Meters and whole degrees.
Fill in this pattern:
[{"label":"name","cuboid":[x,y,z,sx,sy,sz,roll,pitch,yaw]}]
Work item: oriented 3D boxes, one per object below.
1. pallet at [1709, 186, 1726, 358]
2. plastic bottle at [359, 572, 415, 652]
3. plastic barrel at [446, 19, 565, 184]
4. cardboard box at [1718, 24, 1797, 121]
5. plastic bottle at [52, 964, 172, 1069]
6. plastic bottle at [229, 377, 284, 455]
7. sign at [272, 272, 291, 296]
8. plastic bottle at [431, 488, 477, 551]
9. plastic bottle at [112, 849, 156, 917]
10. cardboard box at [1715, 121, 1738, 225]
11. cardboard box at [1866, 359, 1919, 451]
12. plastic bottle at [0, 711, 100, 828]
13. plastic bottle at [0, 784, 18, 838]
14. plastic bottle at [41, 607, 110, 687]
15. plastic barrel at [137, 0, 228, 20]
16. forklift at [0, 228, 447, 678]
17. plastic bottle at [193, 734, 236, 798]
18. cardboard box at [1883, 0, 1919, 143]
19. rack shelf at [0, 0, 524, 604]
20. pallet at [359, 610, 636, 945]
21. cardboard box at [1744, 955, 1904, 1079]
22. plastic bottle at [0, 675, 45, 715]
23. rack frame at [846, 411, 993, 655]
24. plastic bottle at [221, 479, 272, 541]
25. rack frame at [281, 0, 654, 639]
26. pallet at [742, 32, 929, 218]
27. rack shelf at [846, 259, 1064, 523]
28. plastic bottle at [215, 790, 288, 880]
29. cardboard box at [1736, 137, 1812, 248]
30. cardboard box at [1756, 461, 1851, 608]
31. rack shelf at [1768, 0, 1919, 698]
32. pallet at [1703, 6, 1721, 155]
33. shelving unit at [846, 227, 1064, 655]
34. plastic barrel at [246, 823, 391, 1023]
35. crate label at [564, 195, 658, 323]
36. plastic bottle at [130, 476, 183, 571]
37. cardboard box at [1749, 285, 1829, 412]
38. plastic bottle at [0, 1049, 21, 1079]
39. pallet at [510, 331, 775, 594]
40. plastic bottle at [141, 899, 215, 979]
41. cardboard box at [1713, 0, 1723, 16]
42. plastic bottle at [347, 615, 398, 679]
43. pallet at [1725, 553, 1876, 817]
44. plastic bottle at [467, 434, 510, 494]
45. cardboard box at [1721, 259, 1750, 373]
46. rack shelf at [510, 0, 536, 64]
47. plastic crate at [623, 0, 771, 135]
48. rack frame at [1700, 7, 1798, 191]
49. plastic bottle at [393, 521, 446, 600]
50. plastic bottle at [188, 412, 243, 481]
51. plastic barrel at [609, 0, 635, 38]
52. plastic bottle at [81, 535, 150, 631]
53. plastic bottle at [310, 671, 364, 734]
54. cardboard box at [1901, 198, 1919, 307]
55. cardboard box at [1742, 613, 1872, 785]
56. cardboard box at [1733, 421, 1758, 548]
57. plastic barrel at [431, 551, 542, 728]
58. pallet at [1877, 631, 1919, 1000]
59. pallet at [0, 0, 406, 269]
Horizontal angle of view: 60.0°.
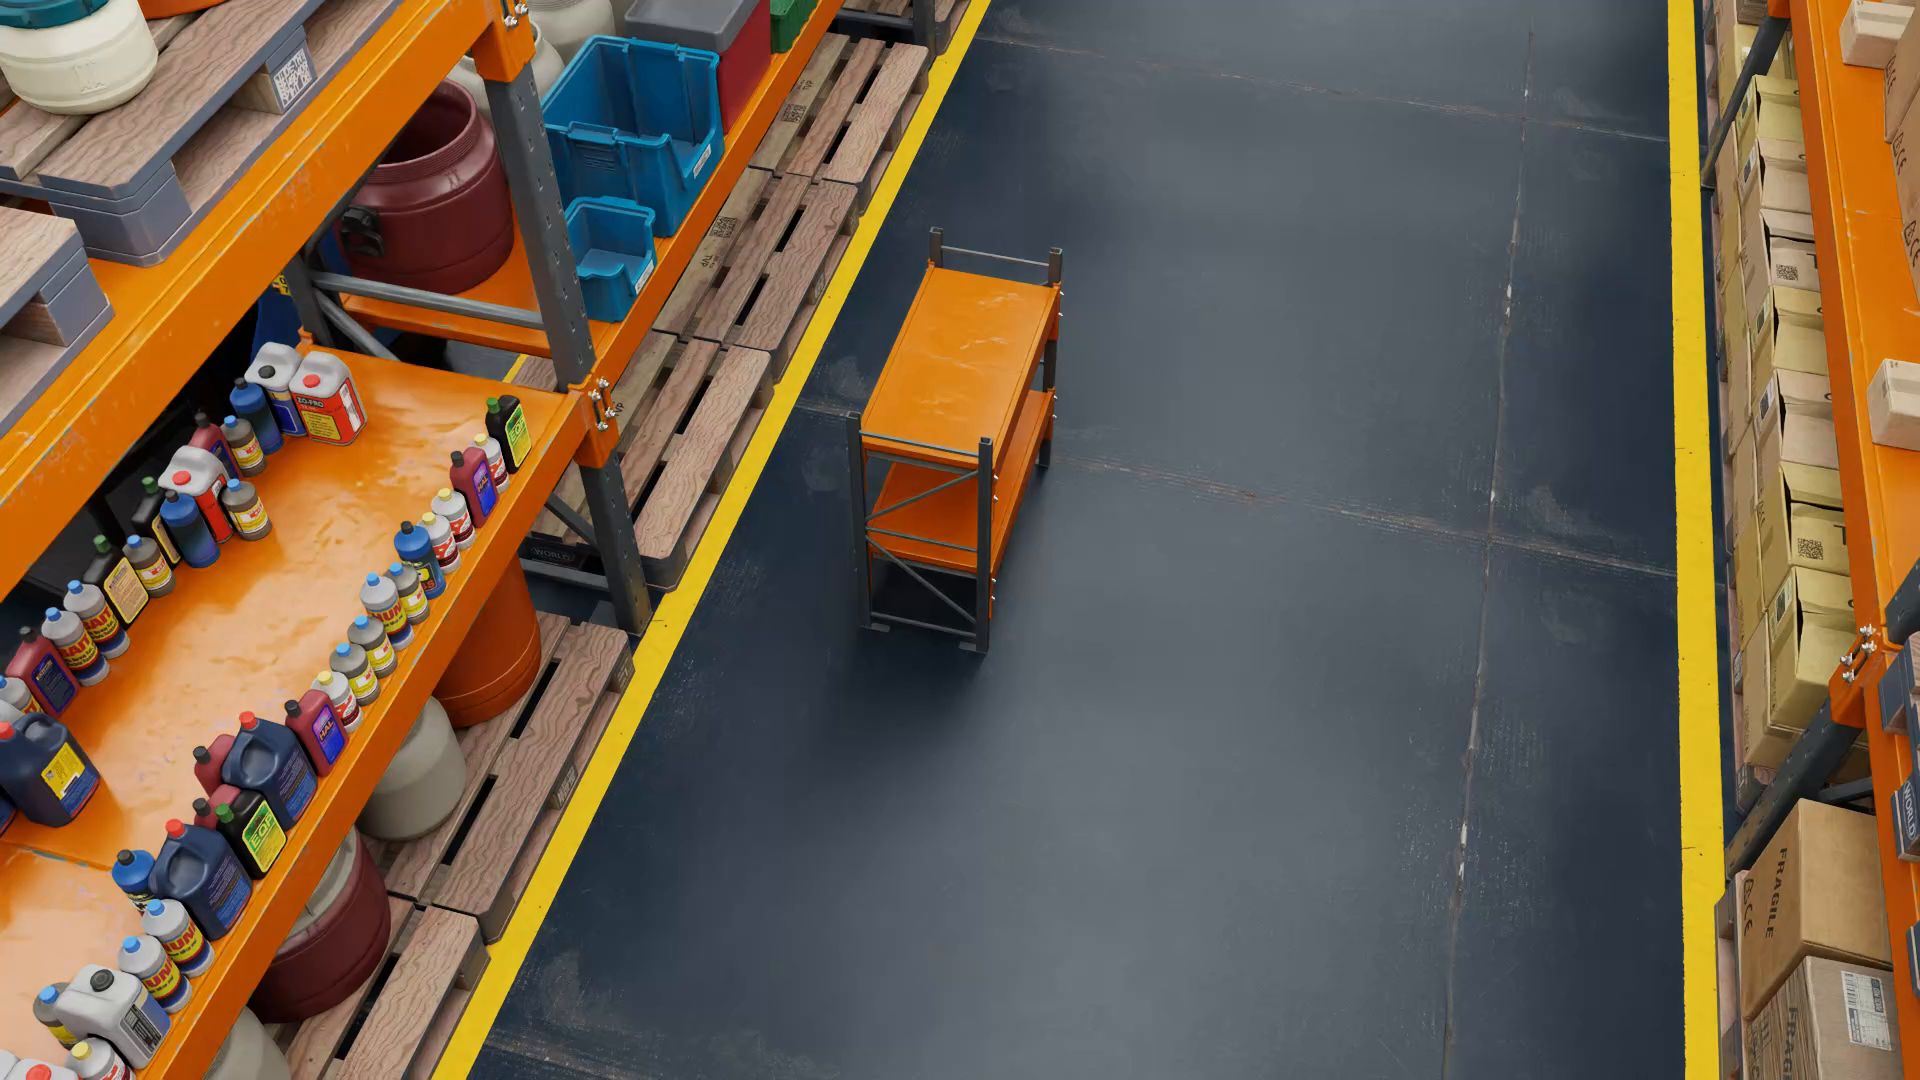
[{"label":"pallet","cuboid":[3.993,-1.209,7.595,1.003,0.211,1.213,12,50,10]},{"label":"plastic bottle","cuboid":[-1.587,0.188,4.588,0.097,0.271,0.097,0,49,0]},{"label":"plastic barrel","cuboid":[-1.617,-1.583,5.991,0.421,0.512,0.421,0,49,0]},{"label":"cardboard box","cuboid":[4.060,-2.280,8.235,0.500,0.250,0.500,12,50,10]},{"label":"plastic bottle","cuboid":[-1.940,1.078,3.800,0.152,0.276,0.135,12,50,10]},{"label":"plastic bottle","cuboid":[-2.164,-0.389,5.098,0.097,0.271,0.097,0,49,0]},{"label":"sign","cuboid":[-2.214,-0.917,5.369,0.100,0.325,0.005,12,50,10]},{"label":"plastic bottle","cuboid":[-1.485,-0.070,4.863,0.097,0.201,0.097,0,49,0]},{"label":"plastic bottle","cuboid":[-1.971,0.831,4.020,0.097,0.271,0.097,0,49,0]},{"label":"cardboard box","cuboid":[3.804,-1.659,7.686,0.500,0.250,0.500,10,49,9]},{"label":"cardboard box","cuboid":[3.067,-0.401,5.190,0.380,0.149,0.250,12,50,10]},{"label":"plastic bottle","cuboid":[-2.336,0.557,4.210,0.144,0.351,0.185,12,50,10]},{"label":"plastic bottle","cuboid":[-2.518,0.624,4.150,0.144,0.351,0.185,12,50,10]},{"label":"plastic bottle","cuboid":[-2.407,0.279,4.508,0.097,0.271,0.097,0,49,0]},{"label":"plastic barrel","cuboid":[-1.834,-1.623,3.534,0.600,0.830,0.708,12,50,10]},{"label":"forklift","cuboid":[-3.360,-0.967,5.568,1.130,2.935,3.031,20,52,17]},{"label":"plastic bottle","cuboid":[-1.865,0.588,4.227,0.061,0.283,0.133,12,50,10]},{"label":"cardboard box","cuboid":[3.793,-1.772,6.166,0.500,0.500,0.500,15,50,13]},{"label":"rack shelf","cuboid":[-2.208,-0.067,3.207,1.077,0.370,4.000,12,50,10]},{"label":"pallet","cuboid":[-1.849,0.742,5.873,1.003,0.211,1.213,12,50,10]},{"label":"cardboard box","cuboid":[2.569,1.555,4.670,0.500,0.500,0.500,10,49,9]},{"label":"plastic bottle","cuboid":[-2.468,0.446,4.360,0.097,0.271,0.097,0,49,0]},{"label":"rack frame","cuboid":[-0.136,0.000,5.918,0.500,1.125,0.032,12,50,10]},{"label":"plastic bottle","cuboid":[-2.104,-0.099,4.888,0.097,0.201,0.097,0,49,0]},{"label":"rack frame","cuboid":[-1.681,-0.760,5.339,1.000,3.000,0.127,12,50,10]},{"label":"pallet","cuboid":[-0.798,-2.154,8.429,1.003,0.211,1.213,12,50,10]},{"label":"rack shelf","cuboid":[-0.002,-0.561,6.023,0.538,0.278,1.000,12,50,10]},{"label":"plastic bottle","cuboid":[-1.761,0.713,4.117,0.061,0.283,0.133,12,50,10]},{"label":"cardboard box","cuboid":[3.663,-1.476,7.151,0.500,0.311,0.500,11,49,10]},{"label":"cardboard box","cuboid":[3.127,0.001,5.847,0.500,0.311,0.500,11,49,9]},{"label":"rack shelf","cuboid":[3.623,-0.988,6.020,1.077,0.370,4.000,12,50,10]},{"label":"pallet","cuboid":[4.399,-2.317,8.573,1.003,0.211,1.213,12,50,10]},{"label":"shelving unit","cuboid":[-0.002,-0.367,6.243,0.538,1.125,1.048,12,50,10]},{"label":"plastic barrel","cuboid":[-2.091,1.074,5.049,0.600,0.588,0.708,12,50,10]},{"label":"crate label","cuboid":[-1.209,-0.935,5.605,0.303,0.233,0.416,12,50,10]},{"label":"plastic bottle","cuboid":[-2.308,-0.049,4.789,0.061,0.283,0.133,12,50,10]},{"label":"cardboard box","cuboid":[3.397,-0.725,6.488,0.500,0.311,0.500,13,50,11]},{"label":"plastic bottle","cuboid":[-2.148,1.215,3.678,0.152,0.276,0.135,12,50,10]},{"label":"pallet","cuboid":[-1.440,-0.389,6.872,1.003,0.211,1.213,12,50,10]},{"label":"plastic bottle","cuboid":[-1.857,0.930,3.933,0.097,0.271,0.097,0,49,0]},{"label":"cardboard box","cuboid":[4.319,-3.005,8.874,0.500,0.250,0.500,12,50,10]},{"label":"plastic bottle","cuboid":[-1.613,0.282,4.552,0.097,0.201,0.097,0,49,0]},{"label":"pallet","cuboid":[3.351,0.556,6.038,1.003,0.211,1.213,12,50,10]},{"label":"plastic bottle","cuboid":[-1.424,-0.237,5.010,0.097,0.201,0.097,0,49,0]},{"label":"cardboard box","cuboid":[3.535,-0.914,7.029,0.500,0.250,0.500,10,49,9]},{"label":"rack shelf","cuboid":[-1.155,-2.961,5.760,1.077,0.370,4.000,12,50,10]},{"label":"plastic crate","cuboid":[-0.961,-1.889,6.293,0.402,0.464,0.583,12,50,10]},{"label":"rack frame","cuboid":[4.149,-2.673,7.027,1.000,3.000,0.127,12,50,10]},{"label":"plastic bottle","cuboid":[-1.536,0.047,4.712,0.097,0.271,0.097,0,49,0]},{"label":"plastic bottle","cuboid":[-2.238,-0.243,4.960,0.061,0.283,0.133,12,50,10]},{"label":"plastic barrel","cuboid":[-1.399,-2.205,6.524,0.433,0.535,0.433,0,49,0]},{"label":"plastic bottle","cuboid":[-2.369,0.118,4.642,0.061,0.283,0.133,12,50,10]},{"label":"plastic bottle","cuboid":[-1.664,0.423,4.428,0.097,0.201,0.097,0,49,0]},{"label":"cardboard box","cuboid":[3.522,-1.029,5.510,0.500,0.500,0.500,9,49,8]},{"label":"cardboard box","cuboid":[3.000,0.563,5.725,0.500,0.250,0.500,13,50,11]},{"label":"cardboard box","cuboid":[3.267,-0.174,6.375,0.500,0.250,0.500,13,50,11]},{"label":"plastic barrel","cuboid":[-1.794,0.177,5.679,0.600,0.830,0.708,12,50,10]},{"label":"pallet","cuboid":[2.986,0.788,4.100,1.213,0.211,1.003,12,50,10]},{"label":"pallet","cuboid":[-1.977,-1.156,3.813,1.003,0.211,1.213,12,50,10]}]
